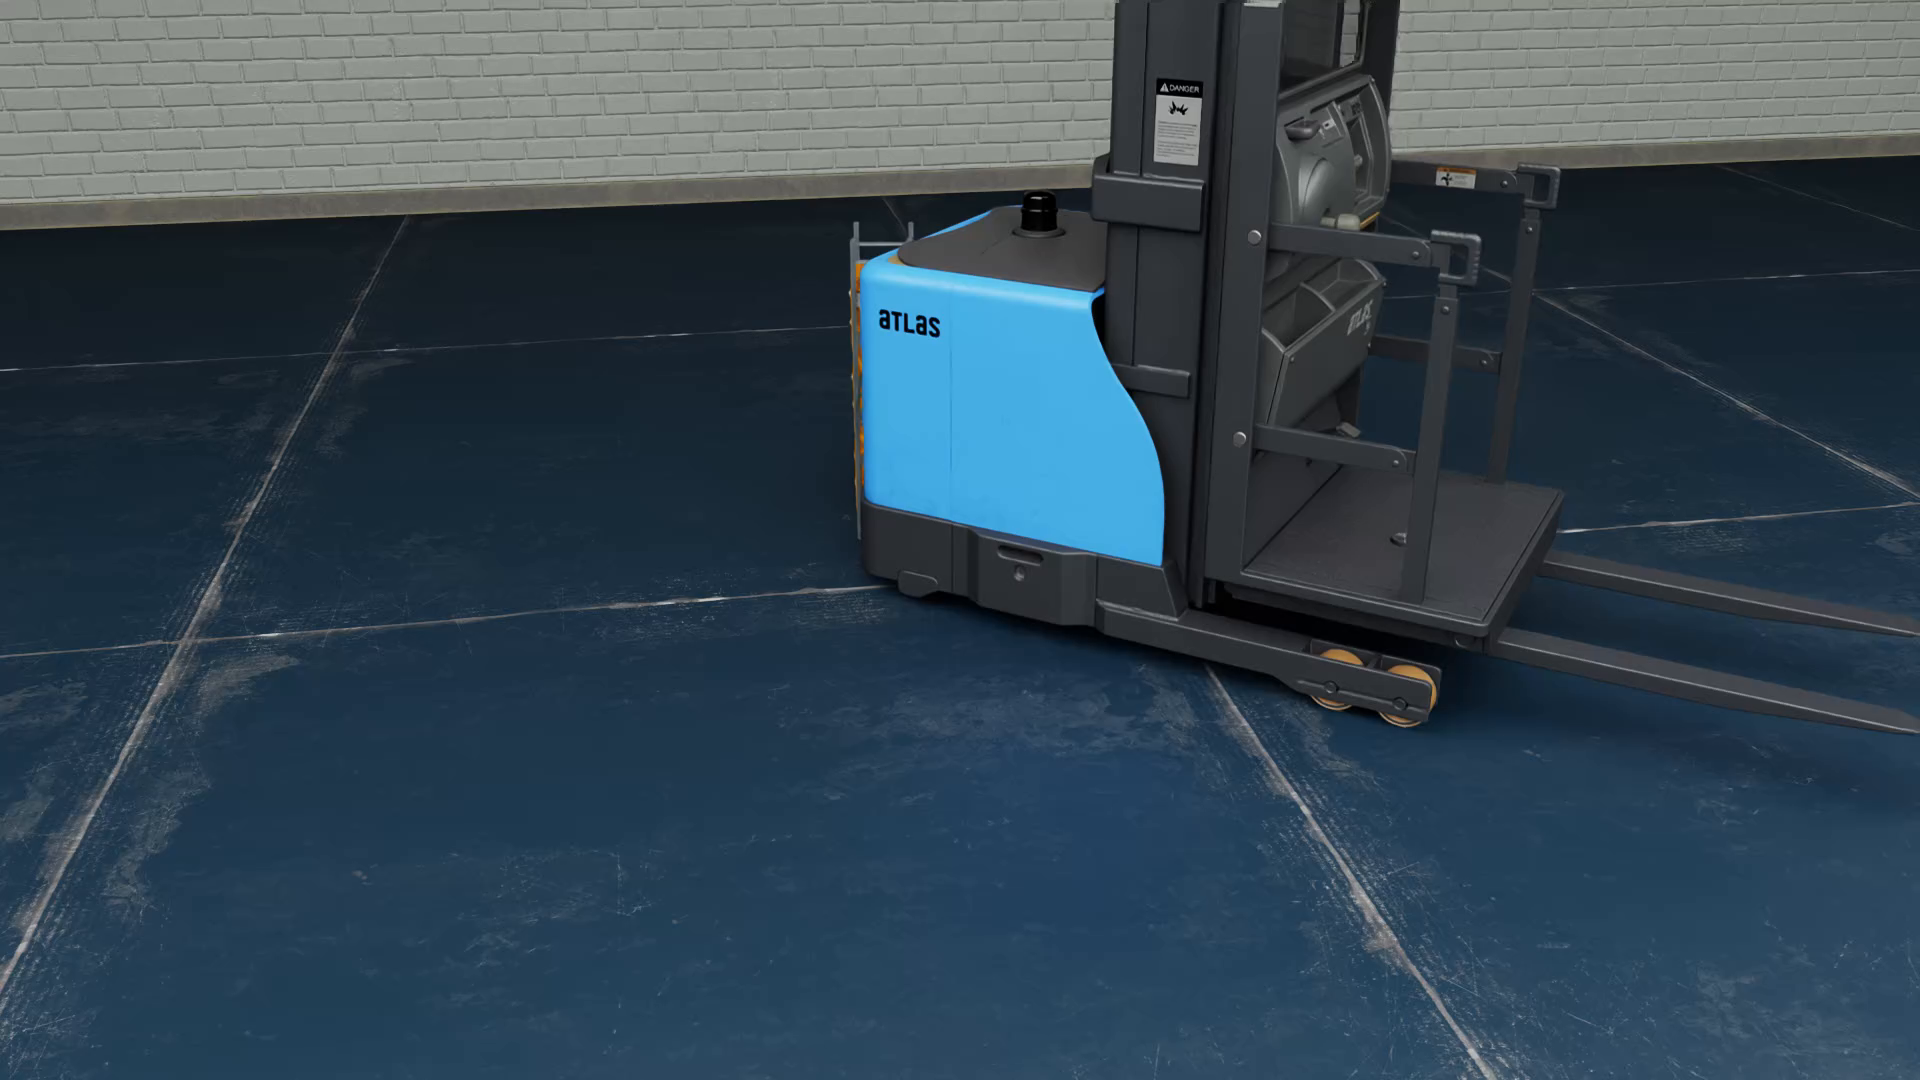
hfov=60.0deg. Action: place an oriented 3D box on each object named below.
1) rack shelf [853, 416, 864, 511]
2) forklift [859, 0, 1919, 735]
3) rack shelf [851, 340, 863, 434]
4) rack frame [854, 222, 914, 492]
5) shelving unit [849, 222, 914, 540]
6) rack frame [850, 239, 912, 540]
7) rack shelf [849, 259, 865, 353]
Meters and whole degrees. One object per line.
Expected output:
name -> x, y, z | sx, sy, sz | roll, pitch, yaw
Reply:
rack shelf -> -0.255, -0.268, 5.773 | 0.215, 0.259, 0.240 | 0, 24, 0
forklift -> 1.222, -1.072, 4.542 | 3.031, 2.935, 1.130 | 13, 27, 26
rack shelf -> -0.255, -0.523, 5.661 | 0.215, 0.259, 0.240 | 0, 24, 0
rack frame -> -0.256, -0.581, 5.769 | 0.200, 1.050, 0.008 | 0, 24, 0
shelving unit -> -0.255, -0.532, 5.657 | 0.215, 1.050, 0.252 | 0, 24, 0
rack frame -> -0.253, -0.484, 5.545 | 0.200, 1.050, 0.008 | 0, 24, 0
rack shelf -> -0.255, -0.783, 5.548 | 0.215, 0.259, 0.240 | 0, 24, 0
